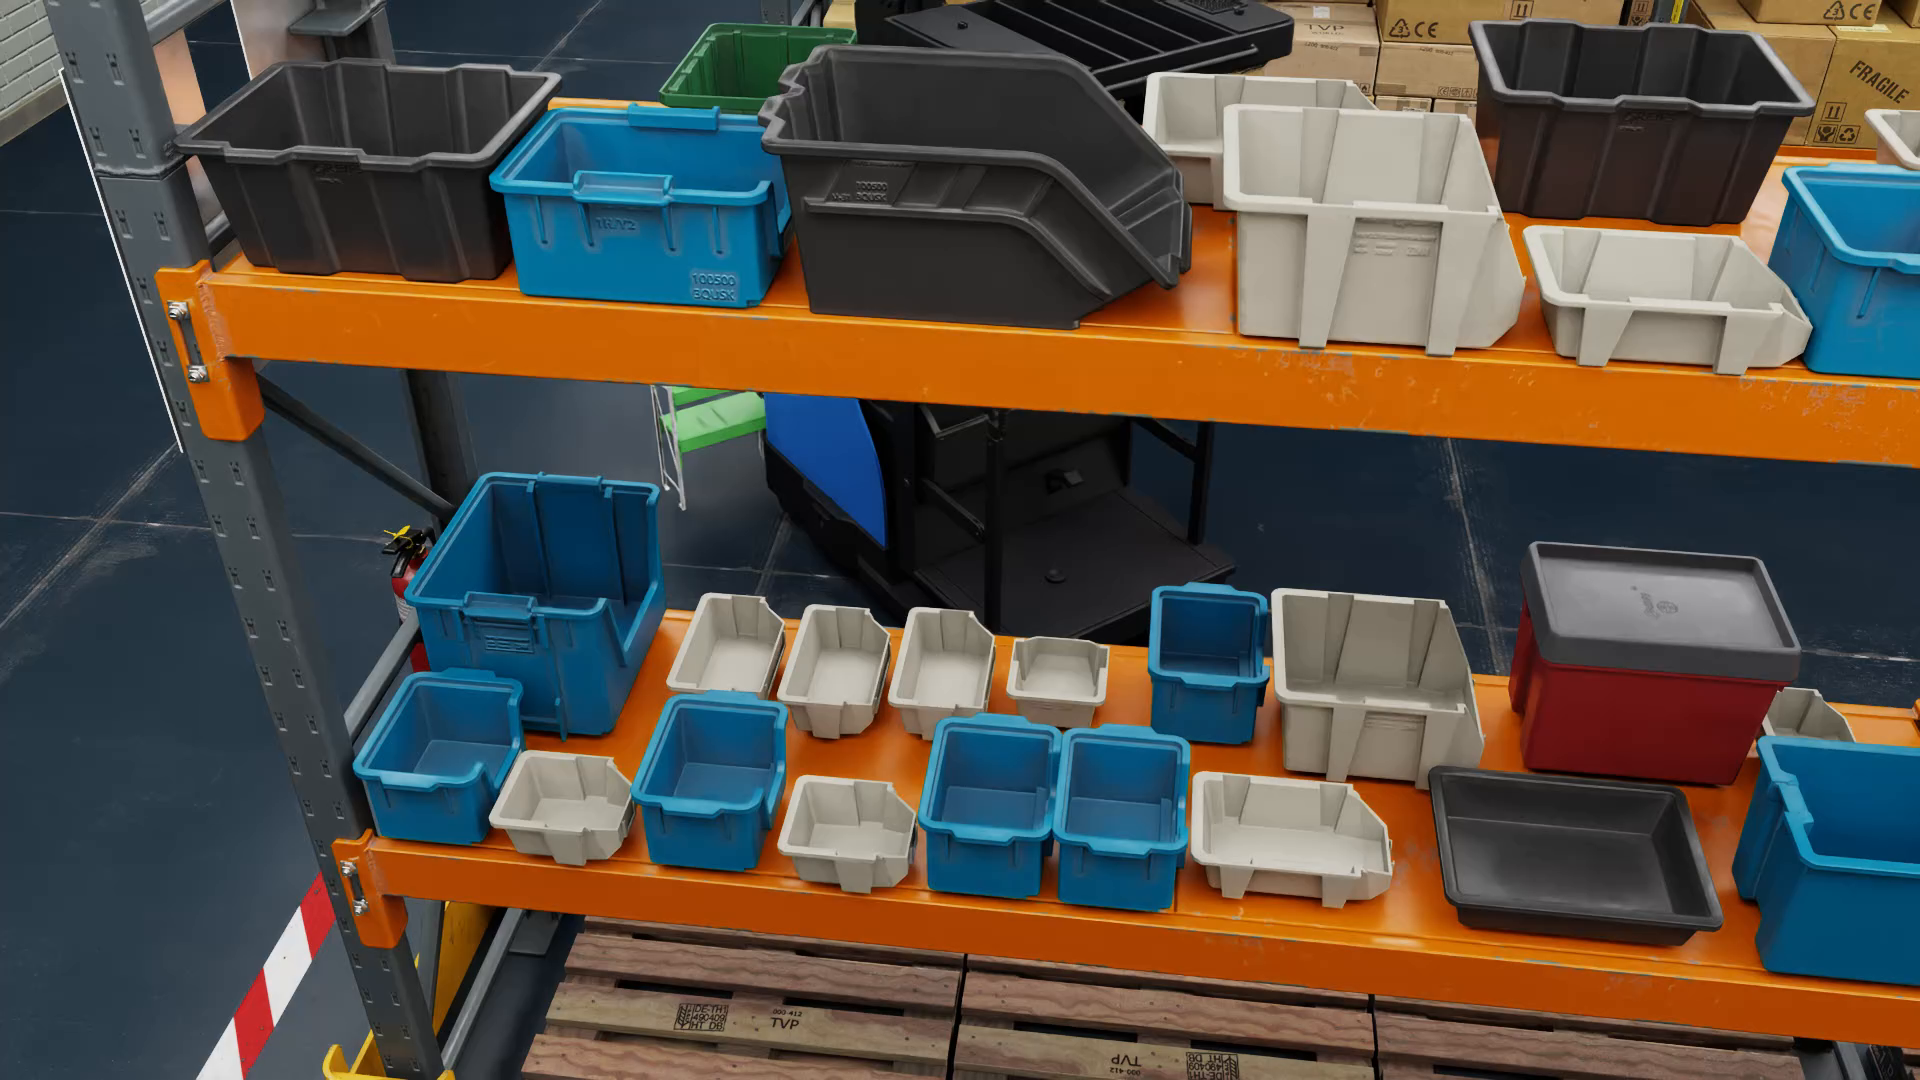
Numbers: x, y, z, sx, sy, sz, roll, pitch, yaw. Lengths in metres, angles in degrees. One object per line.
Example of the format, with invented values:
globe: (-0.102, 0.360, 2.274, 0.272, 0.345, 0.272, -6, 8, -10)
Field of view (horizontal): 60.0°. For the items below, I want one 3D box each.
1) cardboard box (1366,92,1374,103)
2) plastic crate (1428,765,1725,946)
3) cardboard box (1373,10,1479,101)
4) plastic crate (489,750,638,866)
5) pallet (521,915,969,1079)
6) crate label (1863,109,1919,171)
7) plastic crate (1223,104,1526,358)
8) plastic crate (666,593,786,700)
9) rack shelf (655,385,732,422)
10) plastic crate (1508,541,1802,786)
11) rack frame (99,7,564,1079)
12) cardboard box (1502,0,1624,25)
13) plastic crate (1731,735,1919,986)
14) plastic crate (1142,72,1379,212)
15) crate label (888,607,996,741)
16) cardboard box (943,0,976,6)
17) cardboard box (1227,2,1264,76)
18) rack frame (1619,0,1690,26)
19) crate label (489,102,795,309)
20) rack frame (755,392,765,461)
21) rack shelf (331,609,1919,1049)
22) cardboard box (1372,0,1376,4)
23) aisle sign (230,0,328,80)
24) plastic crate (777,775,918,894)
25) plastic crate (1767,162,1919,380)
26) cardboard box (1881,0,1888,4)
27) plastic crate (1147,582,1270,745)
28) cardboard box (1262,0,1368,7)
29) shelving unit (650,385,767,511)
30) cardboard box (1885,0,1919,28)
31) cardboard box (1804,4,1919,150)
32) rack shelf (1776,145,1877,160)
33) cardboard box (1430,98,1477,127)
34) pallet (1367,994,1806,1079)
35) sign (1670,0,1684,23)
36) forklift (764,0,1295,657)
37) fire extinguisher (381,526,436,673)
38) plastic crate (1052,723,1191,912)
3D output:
cardboard box: (1.798, -2.084, 7.804, 0.250, 0.149, 0.380, 5, 36, 7)
plastic crate: (1.387, 0.737, 3.820, 0.590, 0.125, 0.437, 4, 36, 6)
cardboard box: (2.178, -2.255, 7.700, 0.500, 0.250, 0.500, 5, 36, 7)
plastic crate: (-0.925, 0.644, 3.941, 0.298, 0.136, 0.250, 4, 36, 6)
pallet: (-0.623, 1.500, 4.967, 1.213, 0.211, 1.003, 4, 36, 6)
crate label: (2.083, -0.739, 3.348, 0.466, 0.136, 0.293, 4, 36, 6)
plastic crate: (0.723, -0.549, 2.957, 0.530, 0.282, 0.437, 4, 36, 6)
plastic crate: (-0.604, 0.320, 4.394, 0.243, 0.136, 0.396, 4, 36, 6)
rack shelf: (-1.082, -0.702, 7.310, 0.480, 0.148, 0.258, -19, 40, -25)
plastic crate: (1.678, 0.316, 4.118, 0.583, 0.464, 0.402, 4, 36, 6)
rack frame: (-1.436, 0.282, 4.273, 0.127, 3.000, 1.000, 4, 36, 6)
cardboard box: (2.673, -2.522, 7.428, 0.500, 0.500, 0.500, 5, 36, 7)
plastic crate: (2.025, 0.722, 3.619, 0.575, 0.384, 0.392, 4, 36, 6)
plastic crate: (0.645, -0.822, 3.465, 0.530, 0.136, 0.437, 4, 36, 6)
crate label: (-0.039, 0.357, 4.343, 0.243, 0.136, 0.396, 4, 36, 6)
cardboard box: (0.133, -2.709, 7.692, 0.500, 0.500, 0.500, 3, 36, 5)
cardboard box: (1.169, -2.332, 7.808, 0.500, 0.250, 0.500, 4, 36, 5)
rack frame: (3.163, -2.276, 7.857, 0.127, 3.000, 1.000, 4, 36, 6)
crate label: (-0.562, -0.624, 3.089, 0.502, 0.251, 0.408, 4, 36, 6)
rack frame: (-0.872, -0.826, 7.375, 0.015, 1.200, 0.240, -19, 40, -25)
rack shelf: (0.548, 0.722, 4.275, 4.000, 0.370, 1.077, 4, 36, 6)
cardboard box: (2.233, -2.865, 7.910, 0.500, 0.500, 0.500, 4, 36, 6)
aisle sign: (-1.470, -0.951, 3.762, 0.004, 0.787, 0.394, 4, 36, 6)
plastic crate: (-0.252, 0.694, 3.871, 0.298, 0.136, 0.250, 4, 36, 6)
plastic crate: (1.588, -0.459, 2.873, 0.300, 0.233, 0.416, 4, 36, 6)
cardboard box: (4.151, -2.399, 7.943, 0.500, 0.500, 0.500, 5, 36, 7)
plastic crate: (0.634, 0.329, 4.299, 0.300, 0.233, 0.416, 4, 36, 6)
cardboard box: (1.723, -2.597, 8.179, 0.500, 0.250, 0.500, 5, 36, 7)
shelving unit: (-1.082, -0.754, 7.273, 0.503, 1.200, 0.258, -19, 40, -25)
cardboard box: (4.476, -2.625, 7.397, 0.637, 0.503, 0.797, 5, 36, 6)
cardboard box: (4.086, -2.102, 7.527, 0.500, 0.500, 0.500, 4, 36, 6)
rack shelf: (5.146, -1.836, 7.859, 4.000, 0.370, 1.077, 4, 36, 6)
cardboard box: (2.309, -2.046, 7.751, 0.250, 0.149, 0.380, 4, 36, 5)
pallet: (1.798, 1.680, 4.714, 1.213, 0.211, 1.003, 4, 36, 6)
sign: (3.093, -2.341, 7.135, 0.005, 0.325, 0.100, 4, 36, 6)
forklift: (0.377, -0.858, 5.929, 1.130, 2.935, 3.031, -22, 41, -27)
fire extinguisher: (-1.527, 0.192, 4.787, 0.183, 0.674, 0.296, 4, 36, 6)
plastic crate: (0.371, 0.653, 3.846, 0.300, 0.233, 0.416, 4, 36, 6)
